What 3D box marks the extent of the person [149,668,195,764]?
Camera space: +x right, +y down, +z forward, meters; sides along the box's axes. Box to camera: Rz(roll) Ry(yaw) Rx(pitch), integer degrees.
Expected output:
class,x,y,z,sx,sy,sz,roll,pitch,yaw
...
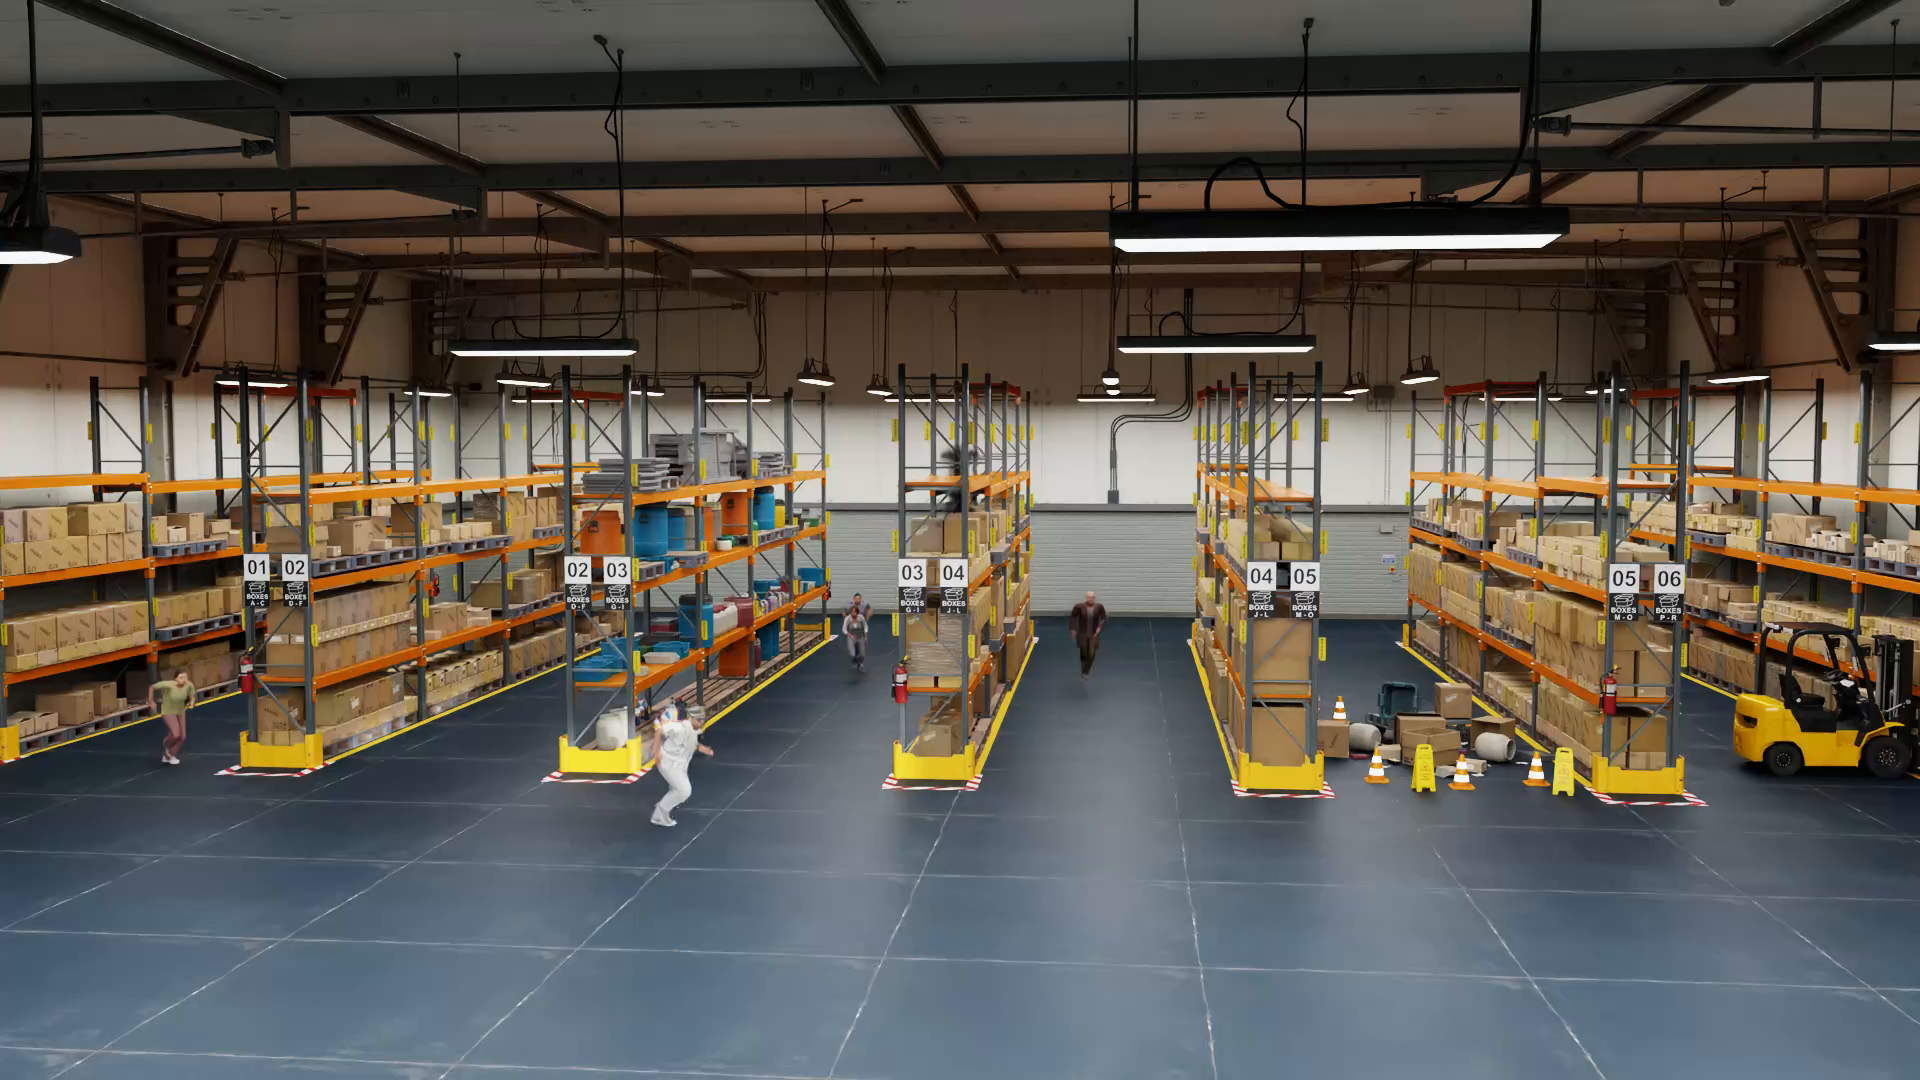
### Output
class,x,y,z,sx,sy,sz,roll,pitch,yaw
person,-11.829,2.651,24.988,0.791,1.503,0.613,3,5,42

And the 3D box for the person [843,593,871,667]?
class,x,y,z,sx,sy,sz,roll,pitch,yaw
person,-2.248,1.923,36.101,0.628,1.615,0.955,-1,4,-12

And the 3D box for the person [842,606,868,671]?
class,x,y,z,sx,sy,sz,roll,pitch,yaw
person,-2.100,1.995,33.353,0.522,1.338,0.696,0,4,-8

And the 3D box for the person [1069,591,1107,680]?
class,x,y,z,sx,sy,sz,roll,pitch,yaw
person,2.463,1.819,31.992,0.705,1.704,0.714,0,4,-7

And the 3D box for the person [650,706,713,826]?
class,x,y,z,sx,sy,sz,roll,pitch,yaw
person,-3.551,2.867,20.962,0.920,1.571,0.697,2,4,25
